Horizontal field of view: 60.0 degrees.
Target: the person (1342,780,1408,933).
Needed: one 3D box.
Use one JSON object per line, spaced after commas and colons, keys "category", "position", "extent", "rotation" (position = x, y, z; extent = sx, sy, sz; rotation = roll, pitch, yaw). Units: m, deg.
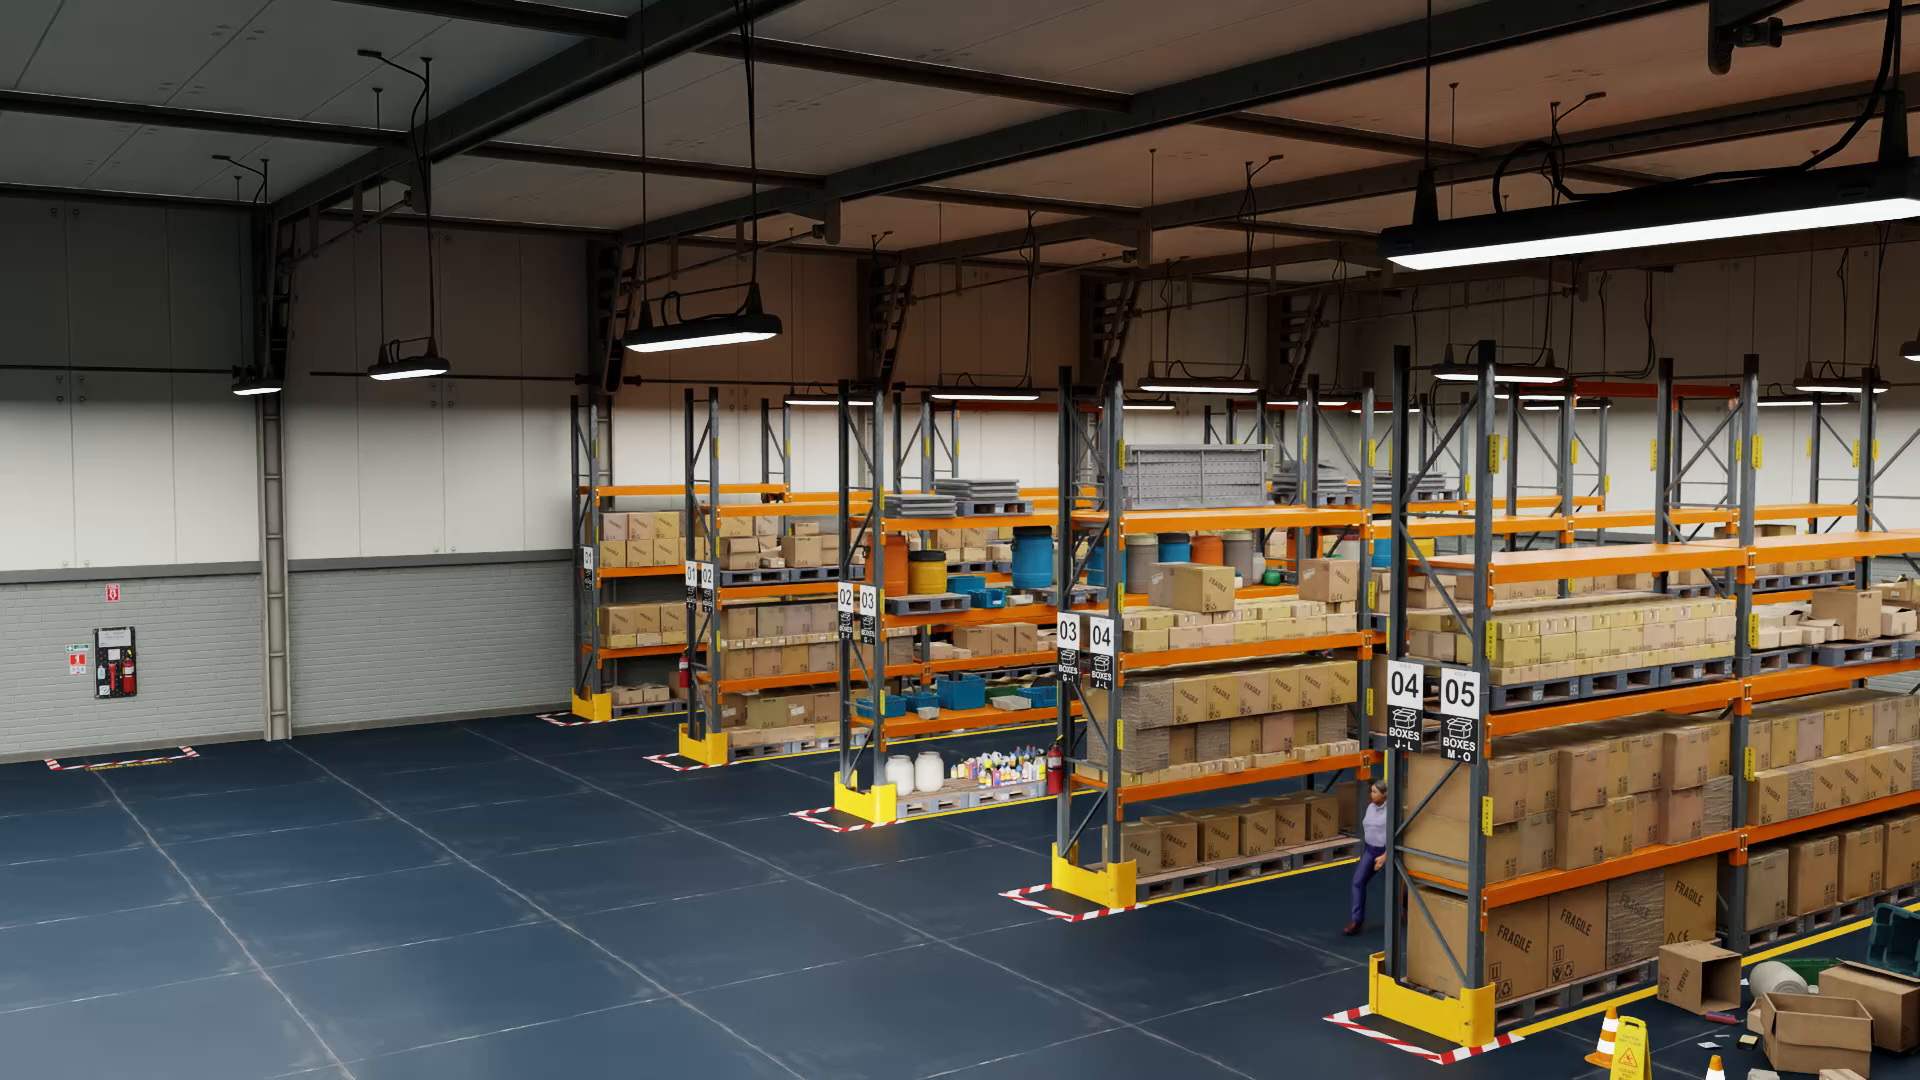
{"category": "person", "position": [4.431, 3.335, 17.608], "extent": [1.043, 1.515, 0.472], "rotation": [-3, 5, -42]}
